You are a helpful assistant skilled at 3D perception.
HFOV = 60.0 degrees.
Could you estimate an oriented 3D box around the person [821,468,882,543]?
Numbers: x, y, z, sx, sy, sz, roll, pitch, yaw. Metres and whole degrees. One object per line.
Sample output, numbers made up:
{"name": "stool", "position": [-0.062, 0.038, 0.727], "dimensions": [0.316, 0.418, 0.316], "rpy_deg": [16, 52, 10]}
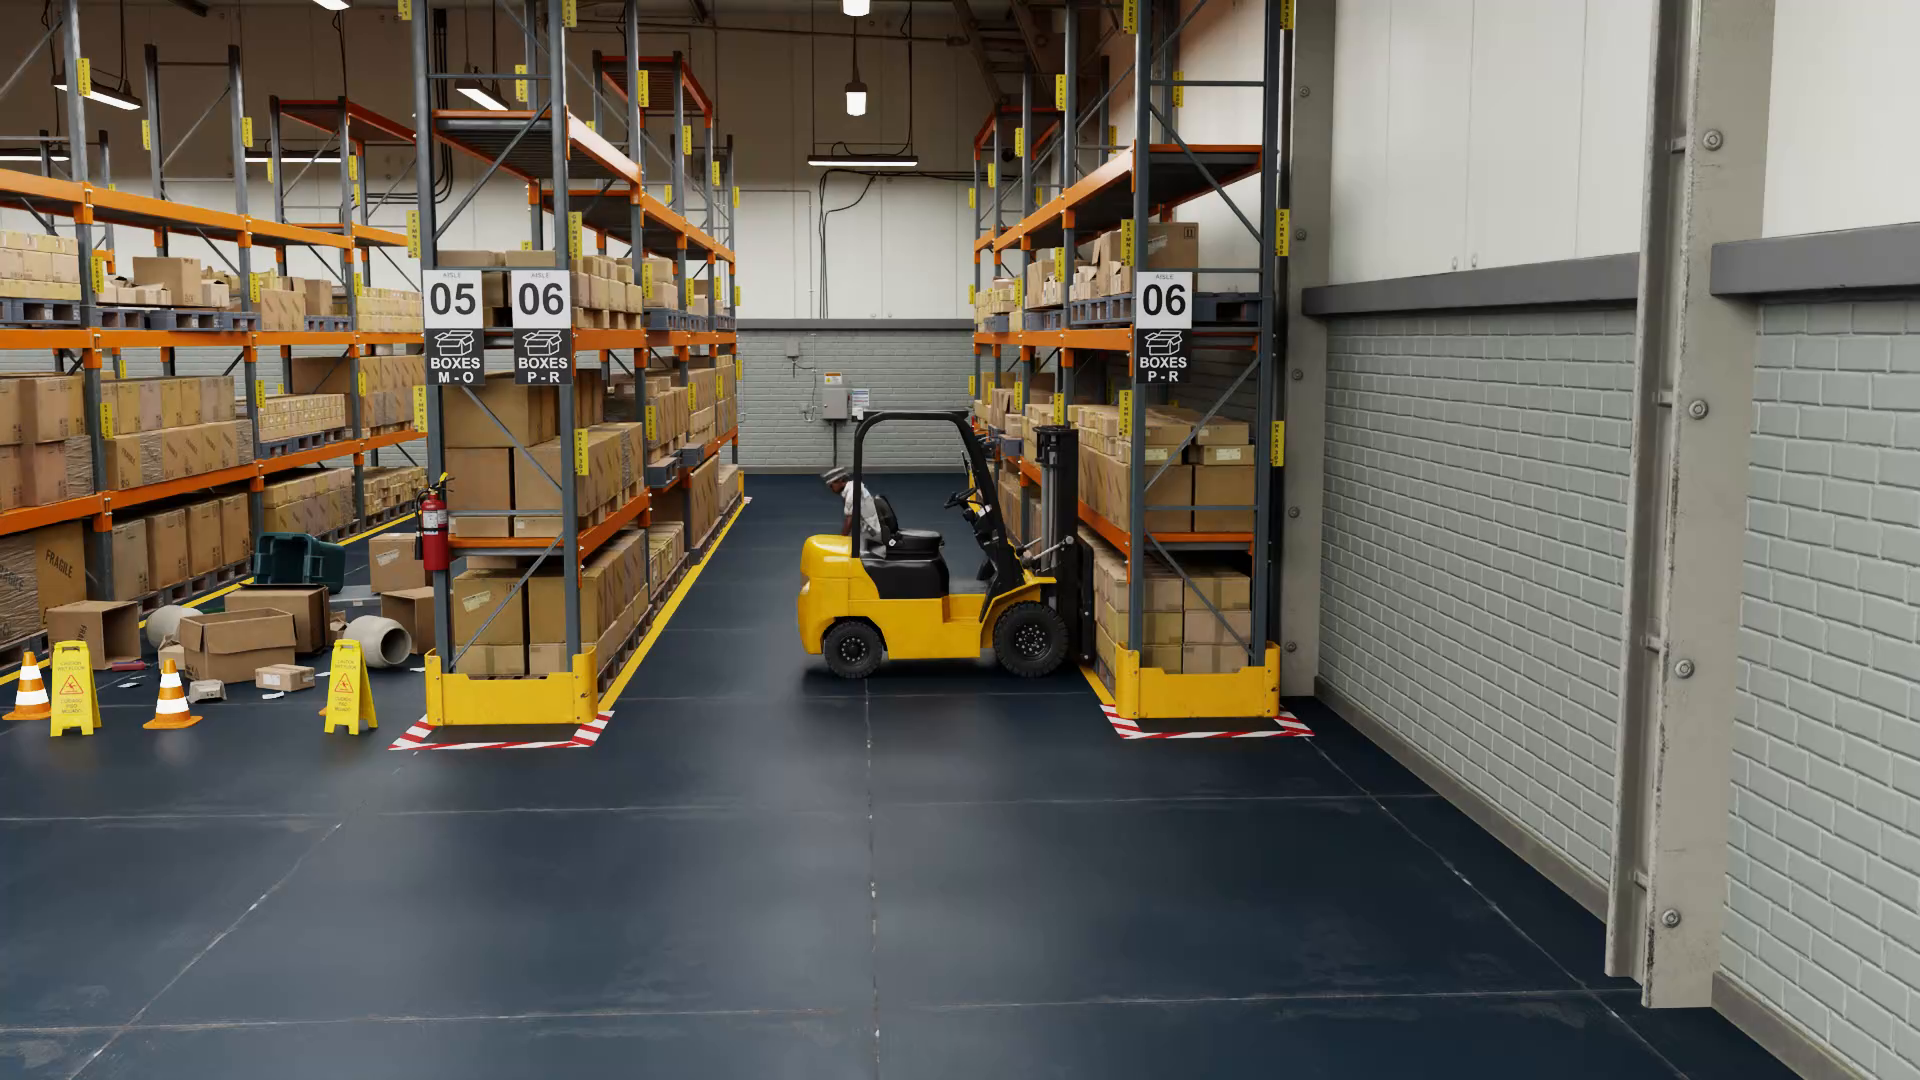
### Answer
{"name": "person", "position": [-1.083, -0.044, 17.184], "dimensions": [0.689, 1.414, 0.495], "rpy_deg": [0, 7, -3]}
